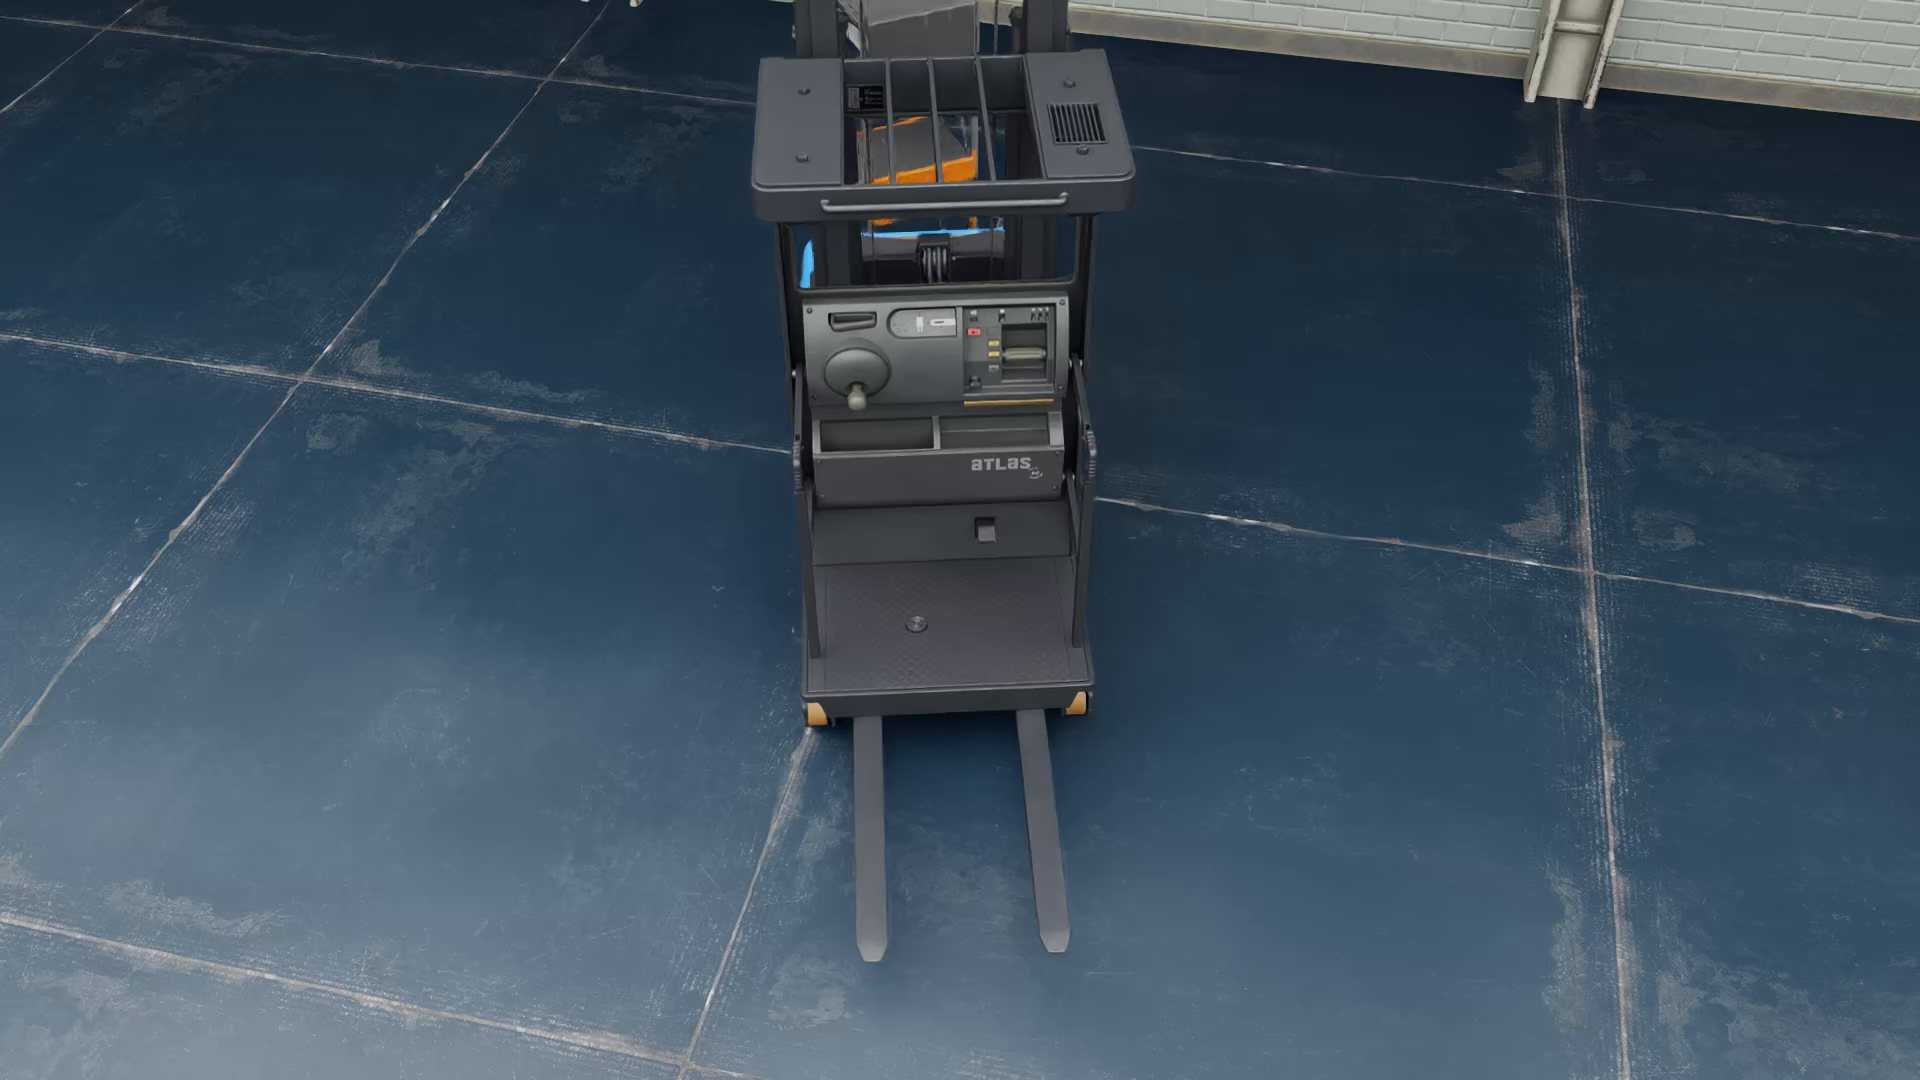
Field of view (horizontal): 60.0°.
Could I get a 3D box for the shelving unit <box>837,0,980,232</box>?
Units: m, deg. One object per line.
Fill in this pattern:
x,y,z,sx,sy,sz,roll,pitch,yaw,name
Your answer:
-0.233,-1.541,7.297,0.503,2.100,0.431,-17,47,-17,shelving unit

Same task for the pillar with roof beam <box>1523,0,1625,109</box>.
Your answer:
2.659,-3.023,3.862,0.400,9.000,9.100,9,45,9,pillar with roof beam

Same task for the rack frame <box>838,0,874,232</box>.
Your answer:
-0.456,-1.471,7.224,0.015,2.100,0.400,-17,47,-17,rack frame

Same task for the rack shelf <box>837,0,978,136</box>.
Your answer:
-0.233,-2.035,6.821,0.480,0.518,0.431,-17,47,-17,rack shelf

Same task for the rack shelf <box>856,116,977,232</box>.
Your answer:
-0.233,-1.531,7.306,0.480,0.518,0.431,-17,47,-17,rack shelf

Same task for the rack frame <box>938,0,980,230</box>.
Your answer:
-0.011,-1.611,7.369,0.015,2.100,0.400,-17,47,-17,rack frame

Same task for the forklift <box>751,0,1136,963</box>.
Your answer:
-0.067,-0.573,5.692,1.130,2.935,3.031,-2,44,-2,forklift
